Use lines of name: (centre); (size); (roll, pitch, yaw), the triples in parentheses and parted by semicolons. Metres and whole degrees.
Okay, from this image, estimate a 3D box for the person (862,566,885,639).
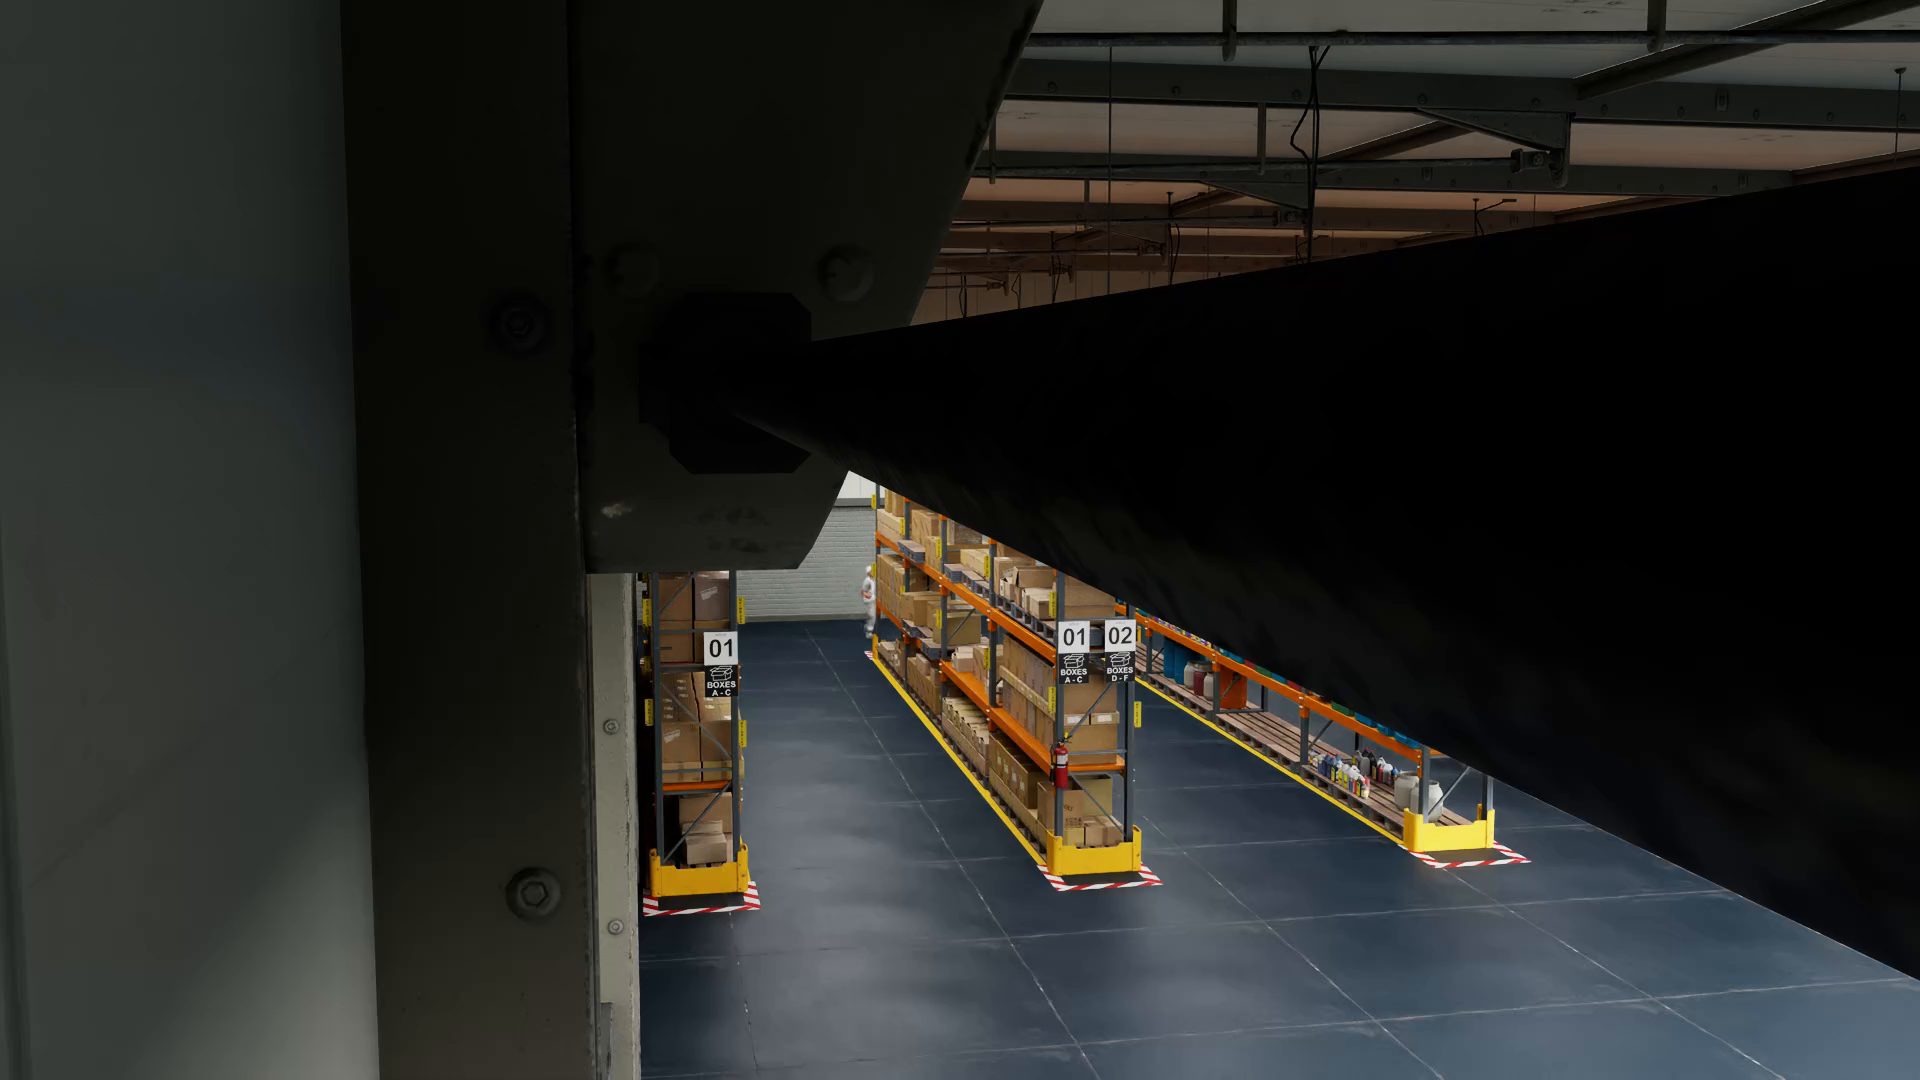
person: (-2.038, 1.466, 38.918); (0.579, 1.740, 0.632); (3, 7, 26)
